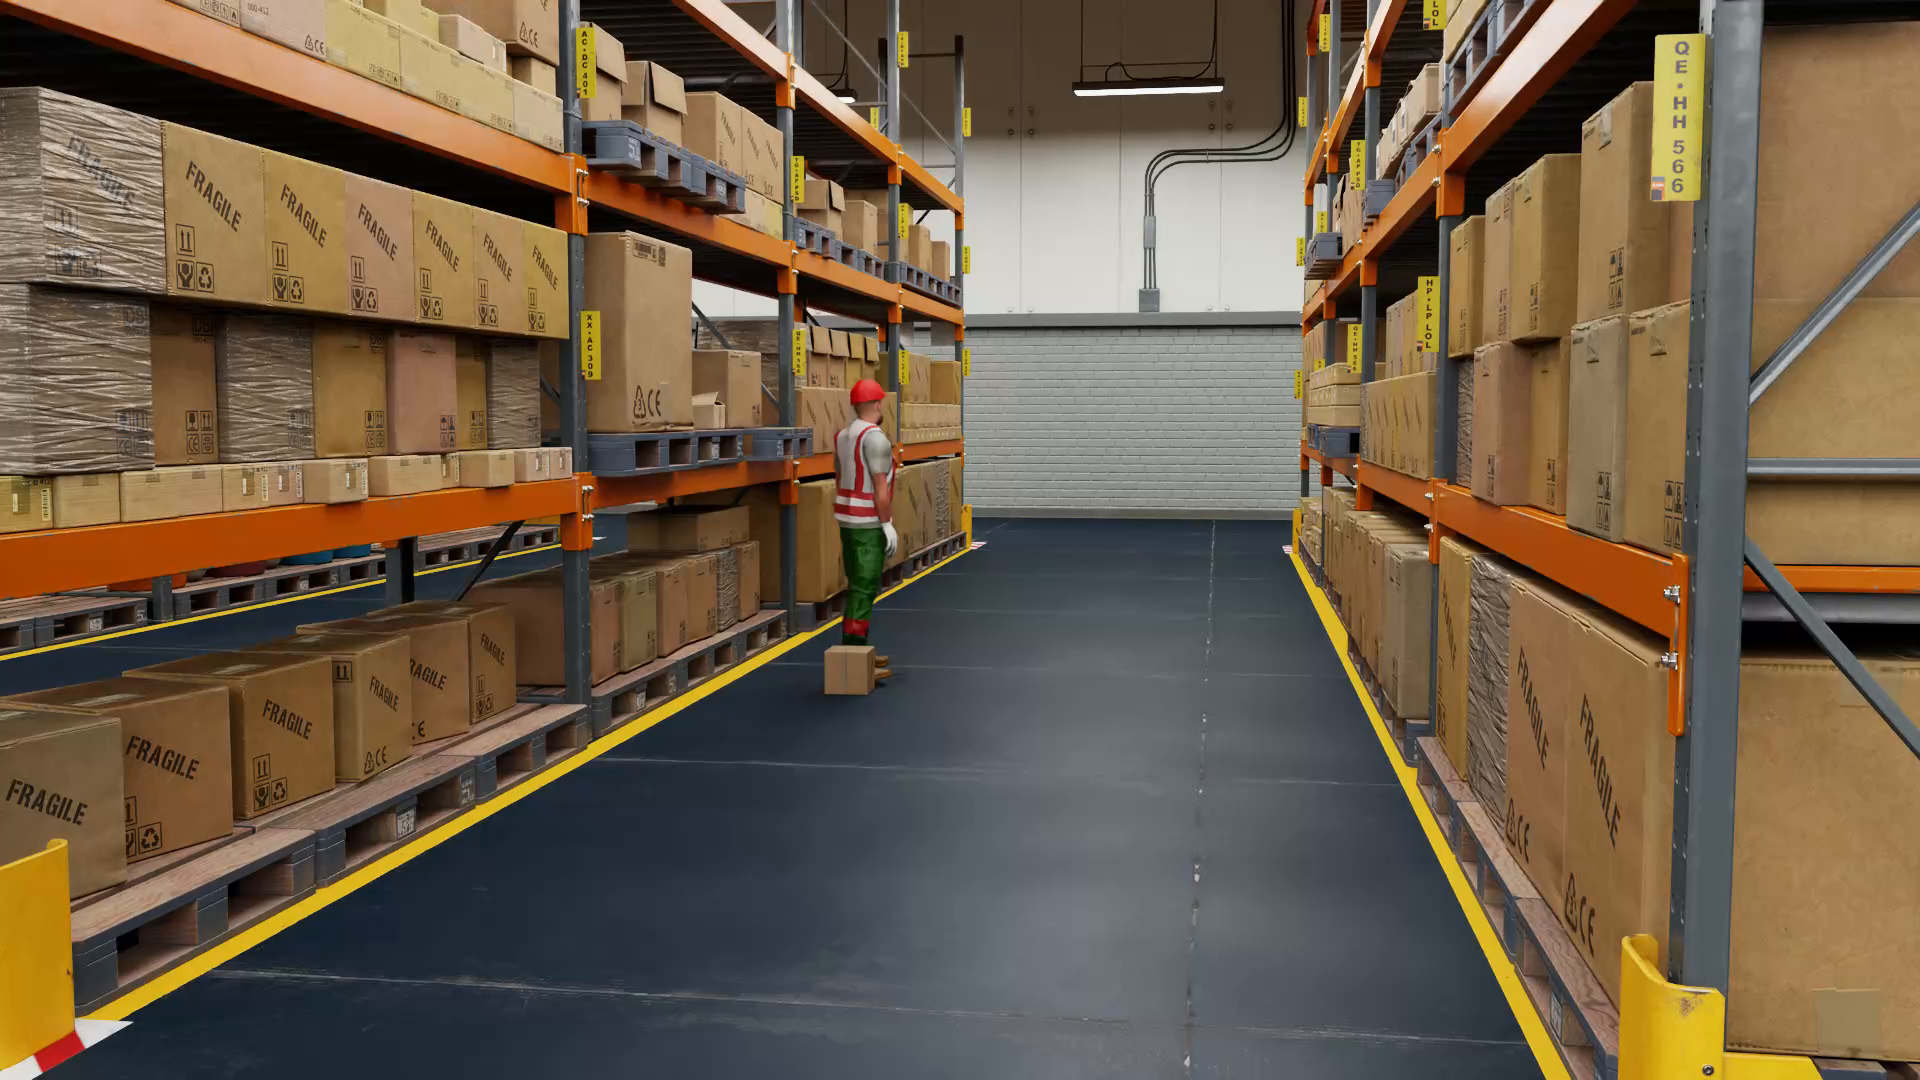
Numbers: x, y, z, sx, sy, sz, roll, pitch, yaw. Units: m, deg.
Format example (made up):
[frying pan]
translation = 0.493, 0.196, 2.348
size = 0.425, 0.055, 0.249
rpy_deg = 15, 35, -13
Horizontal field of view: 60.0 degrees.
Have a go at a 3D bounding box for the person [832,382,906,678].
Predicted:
[person]
translation = -0.543, -0.063, 10.120
size = 0.546, 1.792, 0.562
rpy_deg = -3, 5, -37
